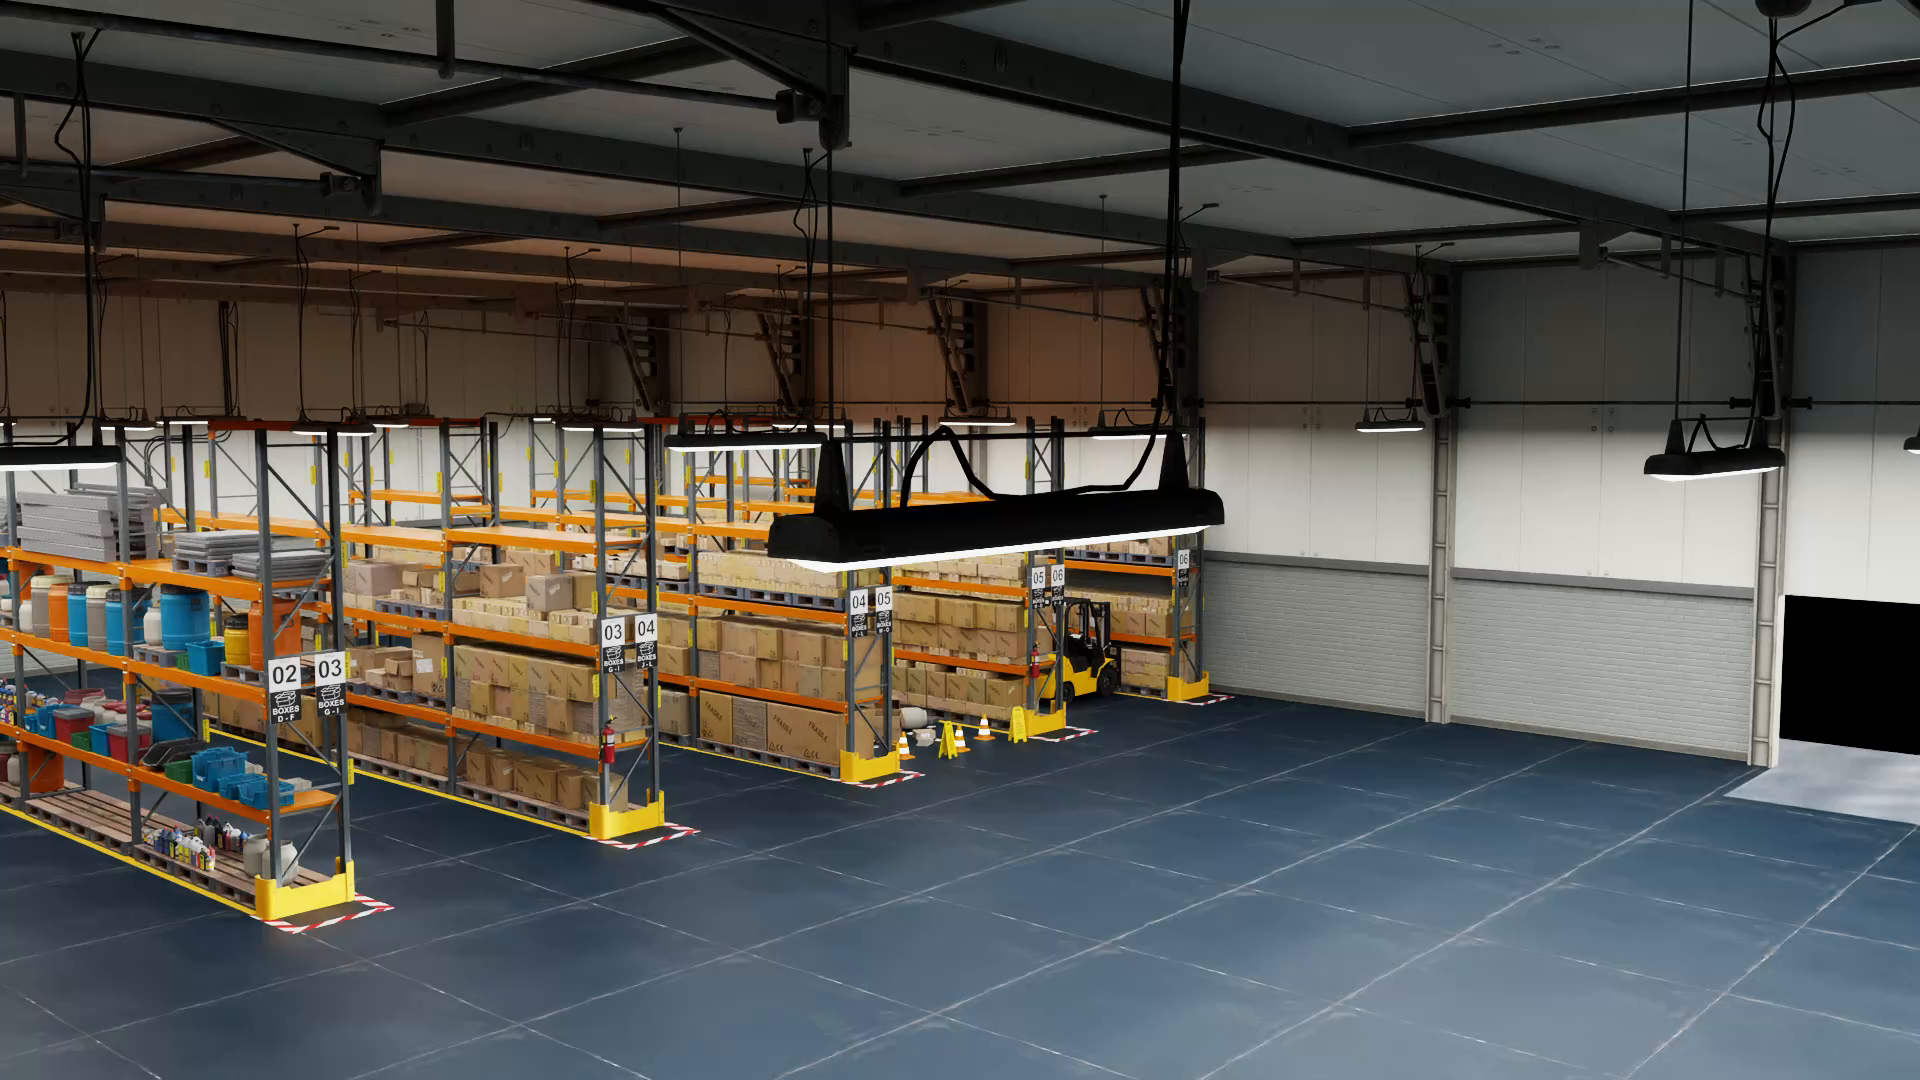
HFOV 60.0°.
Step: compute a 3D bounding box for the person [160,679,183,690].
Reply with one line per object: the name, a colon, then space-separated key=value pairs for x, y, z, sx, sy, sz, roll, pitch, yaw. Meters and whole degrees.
person: x=-14.692 y=2.954 z=31.001 sx=0.451 sy=1.602 sz=0.936 roll=-5 pitch=7 yaw=-43
